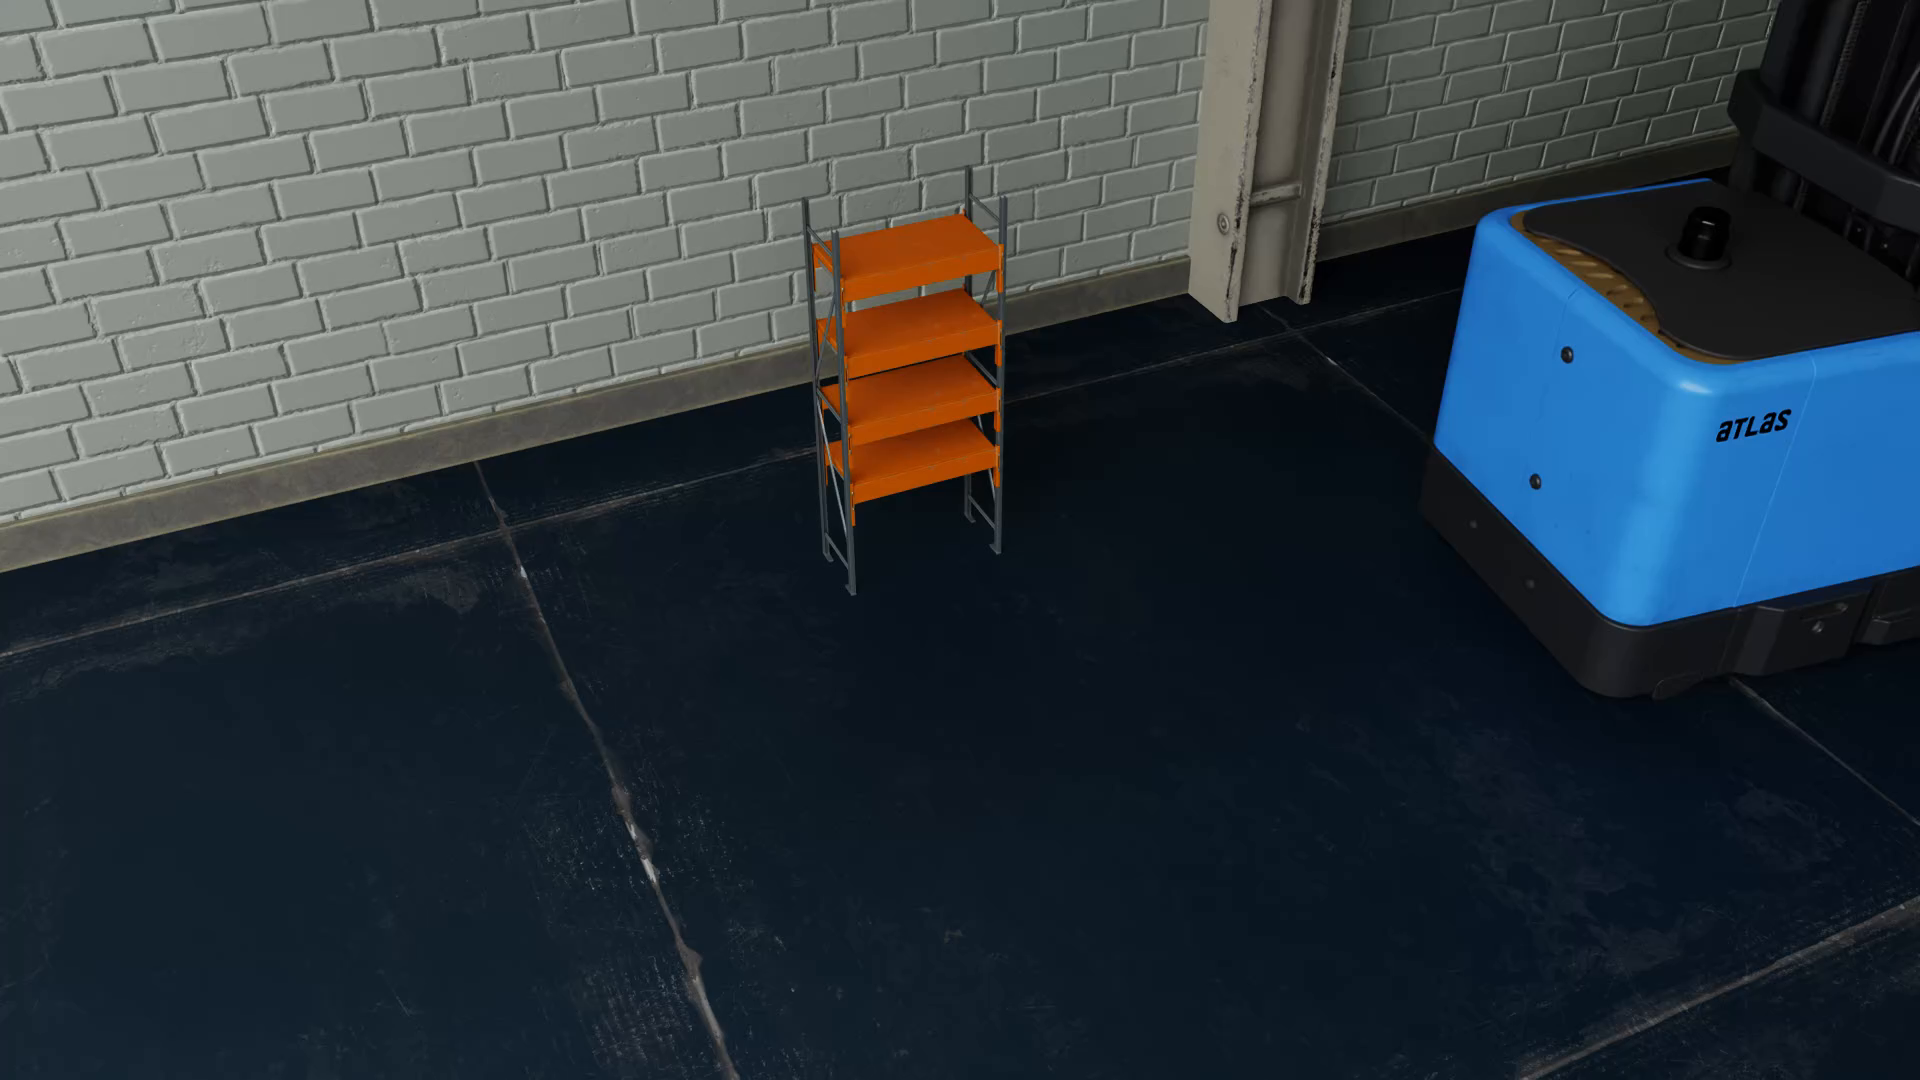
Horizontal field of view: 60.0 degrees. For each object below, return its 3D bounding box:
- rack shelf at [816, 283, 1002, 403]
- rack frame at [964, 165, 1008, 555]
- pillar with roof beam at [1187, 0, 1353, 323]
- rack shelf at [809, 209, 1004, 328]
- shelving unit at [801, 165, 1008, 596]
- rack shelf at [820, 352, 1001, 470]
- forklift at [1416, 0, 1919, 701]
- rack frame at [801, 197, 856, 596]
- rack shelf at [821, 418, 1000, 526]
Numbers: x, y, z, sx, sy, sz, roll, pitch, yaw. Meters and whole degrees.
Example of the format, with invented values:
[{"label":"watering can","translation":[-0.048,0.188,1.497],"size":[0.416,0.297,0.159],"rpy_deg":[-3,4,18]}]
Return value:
[{"label":"rack shelf","translation":[-0.150,-0.566,4.743],"size":[0.480,0.148,0.258],"rpy_deg":[-16,39,-20]},{"label":"rack frame","translation":[0.071,-0.502,4.919],"size":[0.015,1.200,0.240],"rpy_deg":[-16,39,-20]},{"label":"pillar with roof beam","translation":[2.960,-2.256,0.738],"size":[0.400,9.000,9.100],"rpy_deg":[-16,39,-20]},{"label":"rack shelf","translation":[-0.150,-0.756,4.602],"size":[0.480,0.148,0.258],"rpy_deg":[-16,39,-20]},{"label":"shelving unit","translation":[-0.150,-0.440,4.836],"size":[0.503,1.200,0.258],"rpy_deg":[-16,39,-20]},{"label":"rack shelf","translation":[-0.150,-0.386,4.876],"size":[0.480,0.148,0.258],"rpy_deg":[-16,39,-20]},{"label":"forklift","translation":[3.022,-1.241,4.462],"size":[3.031,2.935,1.130],"rpy_deg":[-11,38,-14]},{"label":"rack frame","translation":[-0.371,-0.378,4.753],"size":[0.015,1.200,0.240],"rpy_deg":[-16,39,-20]},{"label":"rack shelf","translation":[-0.150,-0.226,4.994],"size":[0.480,0.148,0.258],"rpy_deg":[-16,39,-20]}]
